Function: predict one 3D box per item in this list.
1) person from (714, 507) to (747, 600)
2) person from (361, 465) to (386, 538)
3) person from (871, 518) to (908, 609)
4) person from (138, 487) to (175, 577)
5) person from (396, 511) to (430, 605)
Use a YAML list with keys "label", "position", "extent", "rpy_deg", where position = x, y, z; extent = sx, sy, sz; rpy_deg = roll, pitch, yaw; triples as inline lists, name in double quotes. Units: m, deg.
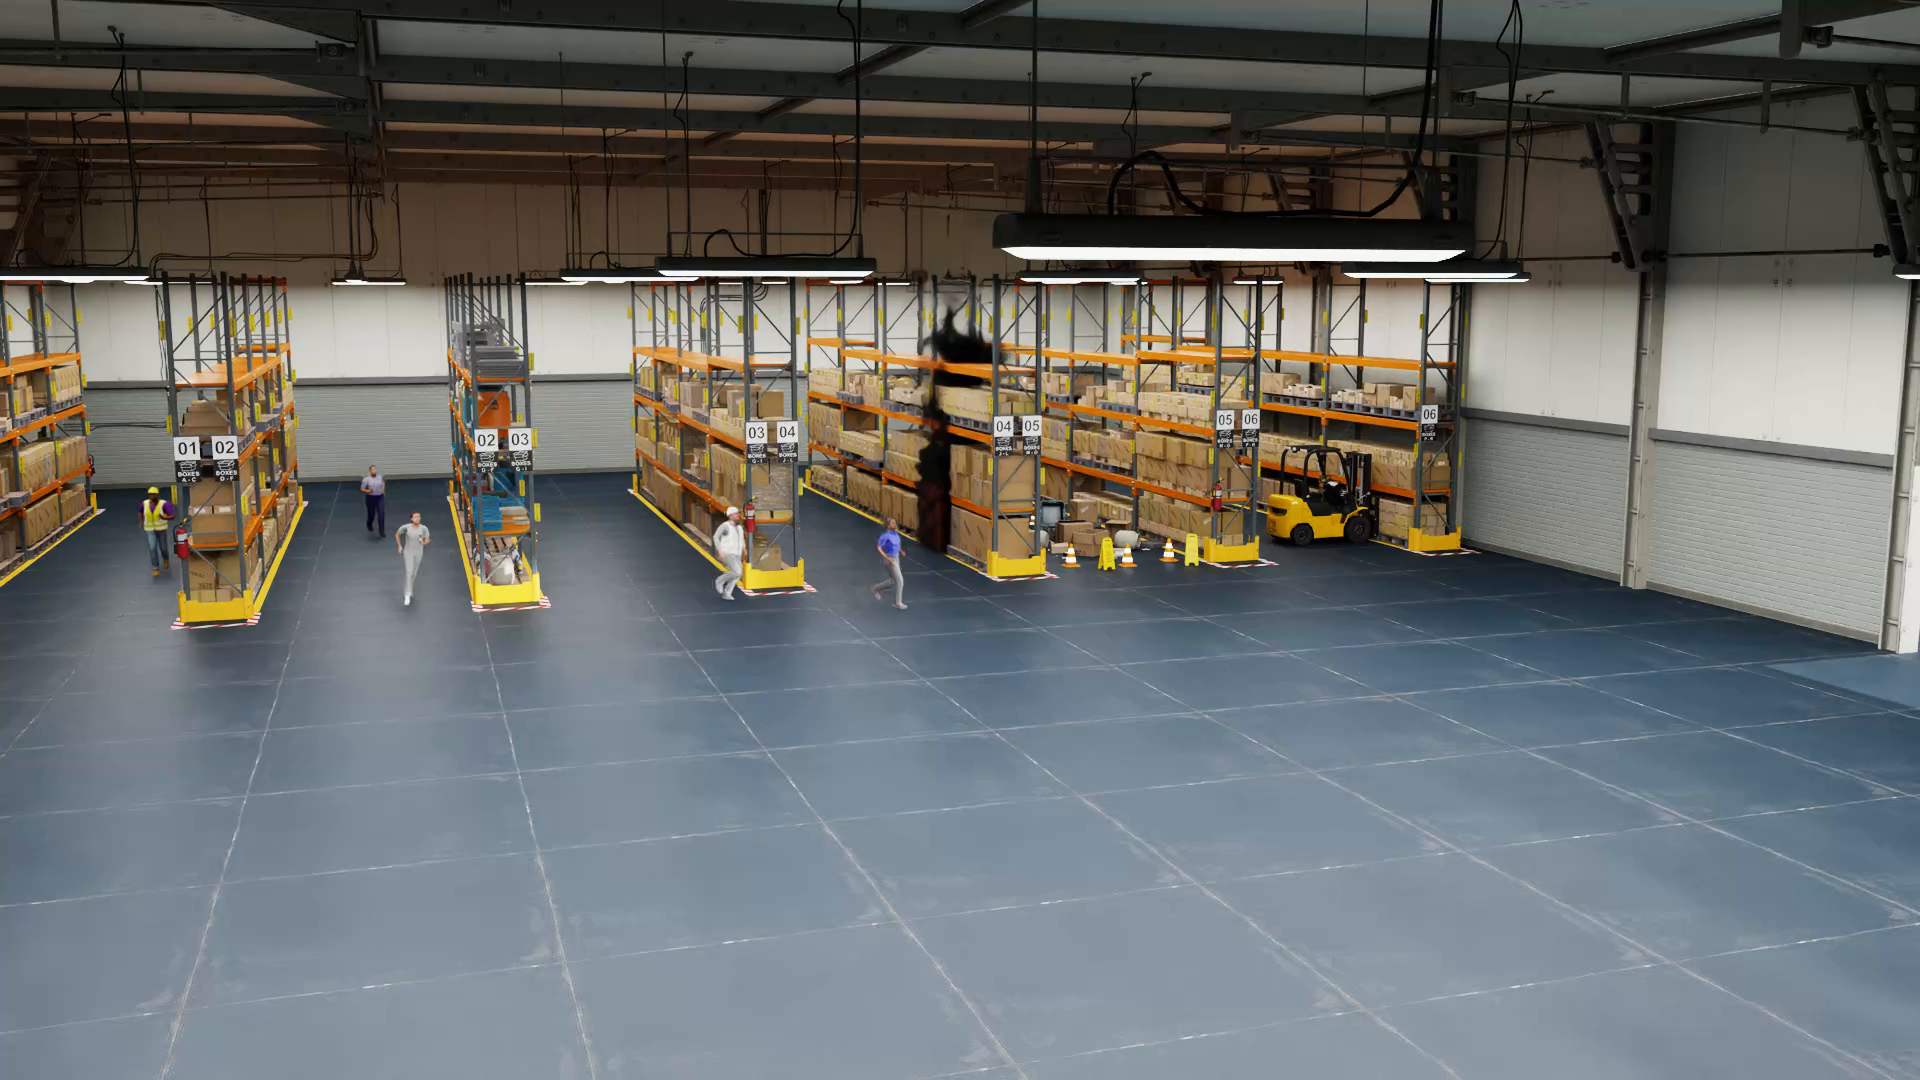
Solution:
- label: "person"
  position: [-4.192, 0.242, 30.888]
  extent: [0.526, 1.693, 0.684]
  rpy_deg: [6, 10, 35]
- label: "person"
  position: [-13.602, -0.916, 38.647]
  extent: [0.609, 1.648, 0.921]
  rpy_deg: [-6, 10, -34]
- label: "person"
  position: [-1.283, 0.409, 30.064]
  extent: [0.726, 1.649, 0.576]
  rpy_deg: [3, 9, 21]
- label: "person"
  position: [-16.107, -0.199, 33.354]
  extent: [0.701, 1.750, 0.981]
  rpy_deg: [-3, 9, -17]
- label: "person"
  position: [-10.089, 0.292, 30.715]
  extent: [0.588, 1.694, 0.826]
  rpy_deg: [-6, 10, -32]
